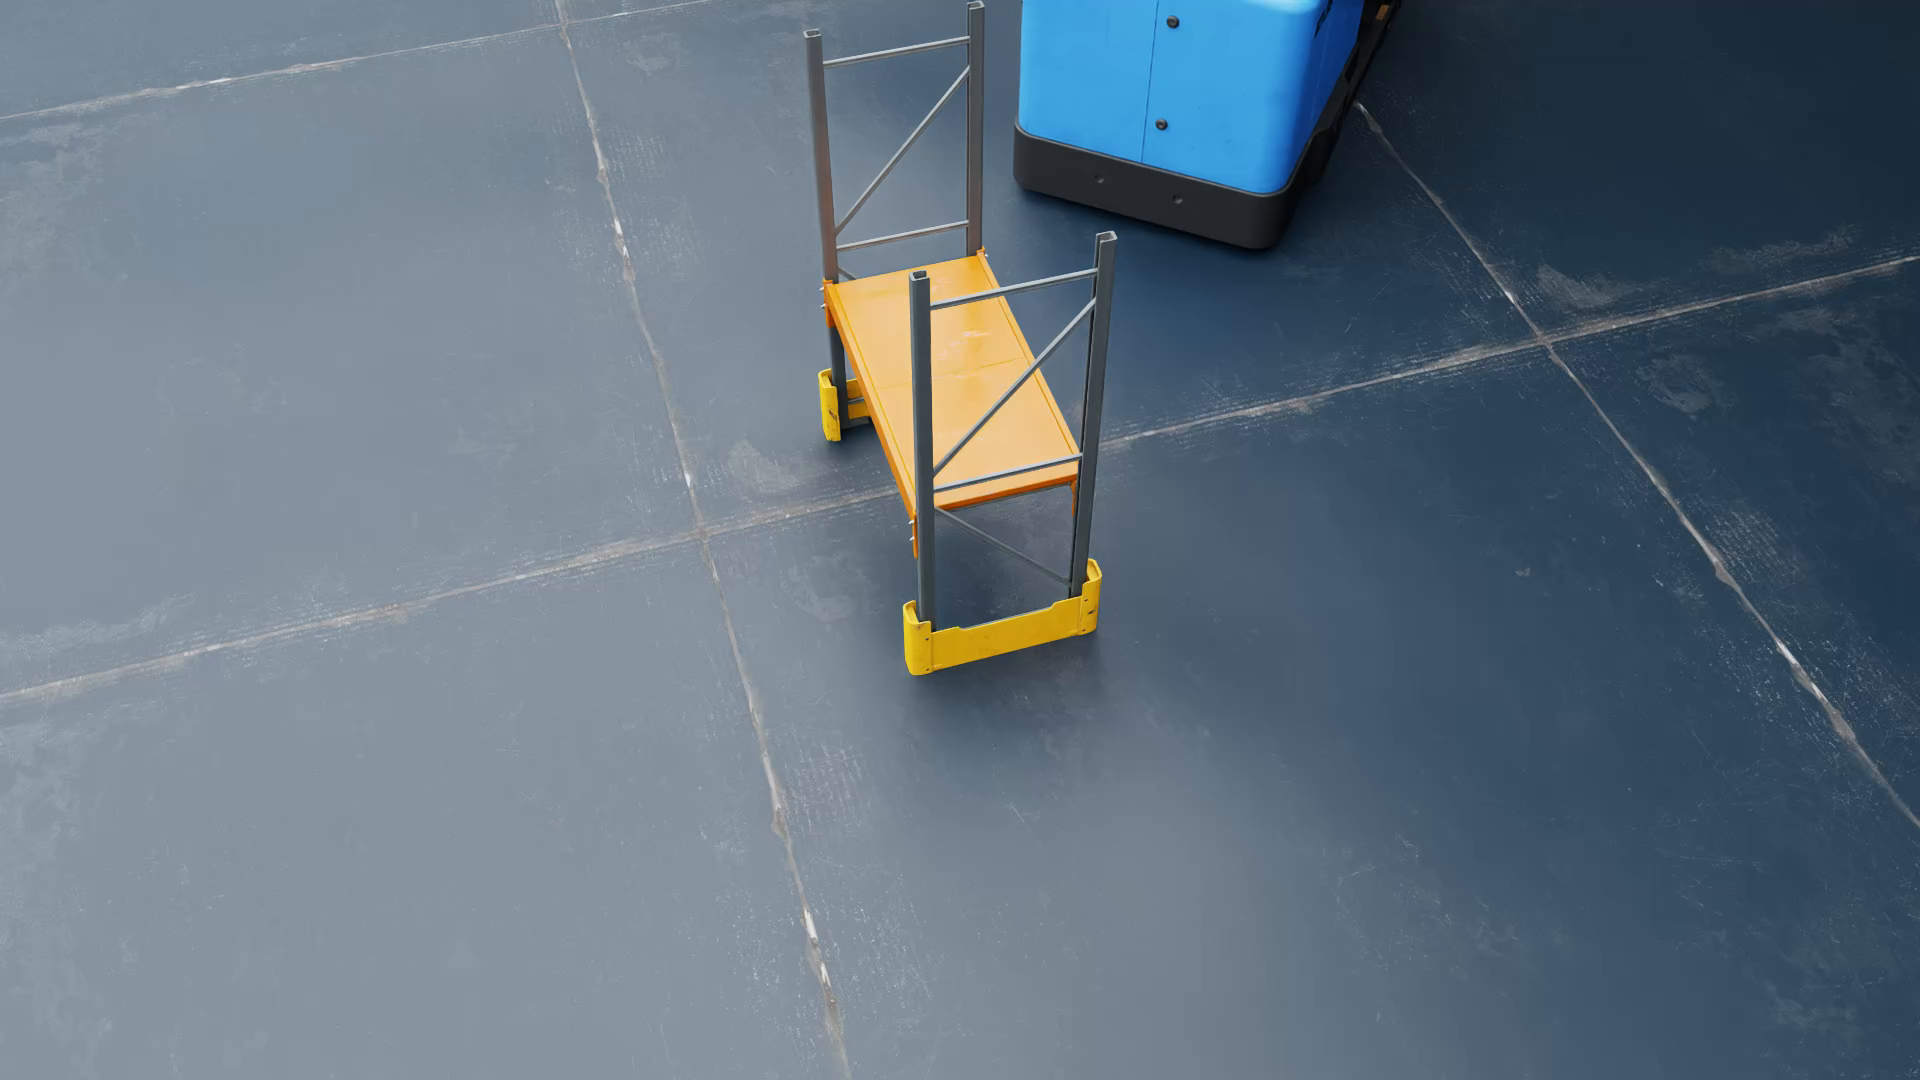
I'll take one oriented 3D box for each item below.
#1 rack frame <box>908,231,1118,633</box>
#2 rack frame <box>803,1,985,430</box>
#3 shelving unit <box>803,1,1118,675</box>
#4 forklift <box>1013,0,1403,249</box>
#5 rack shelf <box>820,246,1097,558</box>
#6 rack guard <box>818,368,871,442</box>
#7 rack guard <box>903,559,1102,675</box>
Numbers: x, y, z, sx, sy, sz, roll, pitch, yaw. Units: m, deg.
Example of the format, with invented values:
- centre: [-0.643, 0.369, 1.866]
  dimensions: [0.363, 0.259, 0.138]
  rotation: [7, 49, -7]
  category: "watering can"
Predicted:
- centre: [0.125, -0.174, 4.416]
  dimensions: [0.500, 1.500, 0.032]
  rotation: [-13, 51, -11]
  category: "rack frame"
- centre: [-0.176, -0.917, 5.042]
  dimensions: [0.500, 1.500, 0.032]
  rotation: [-13, 51, -11]
  category: "rack frame"
- centre: [-0.023, -0.539, 4.724]
  dimensions: [0.587, 1.500, 1.083]
  rotation: [-13, 51, -11]
  category: "shelving unit"
- centre: [1.252, -3.152, 5.990]
  dimensions: [1.130, 2.935, 3.031]
  rotation: [18, 52, 15]
  category: "forklift"
- centre: [-0.025, -0.430, 4.867]
  dimensions: [0.538, 0.185, 1.000]
  rotation: [-13, 51, -11]
  category: "rack shelf"
- centre: [-0.170, -0.500, 5.508]
  dimensions: [0.587, 0.250, 0.087]
  rotation: [-13, 51, -11]
  category: "rack guard"
- centre: [0.125, 0.227, 4.895]
  dimensions: [0.587, 0.250, 0.087]
  rotation: [-13, 51, -11]
  category: "rack guard"
